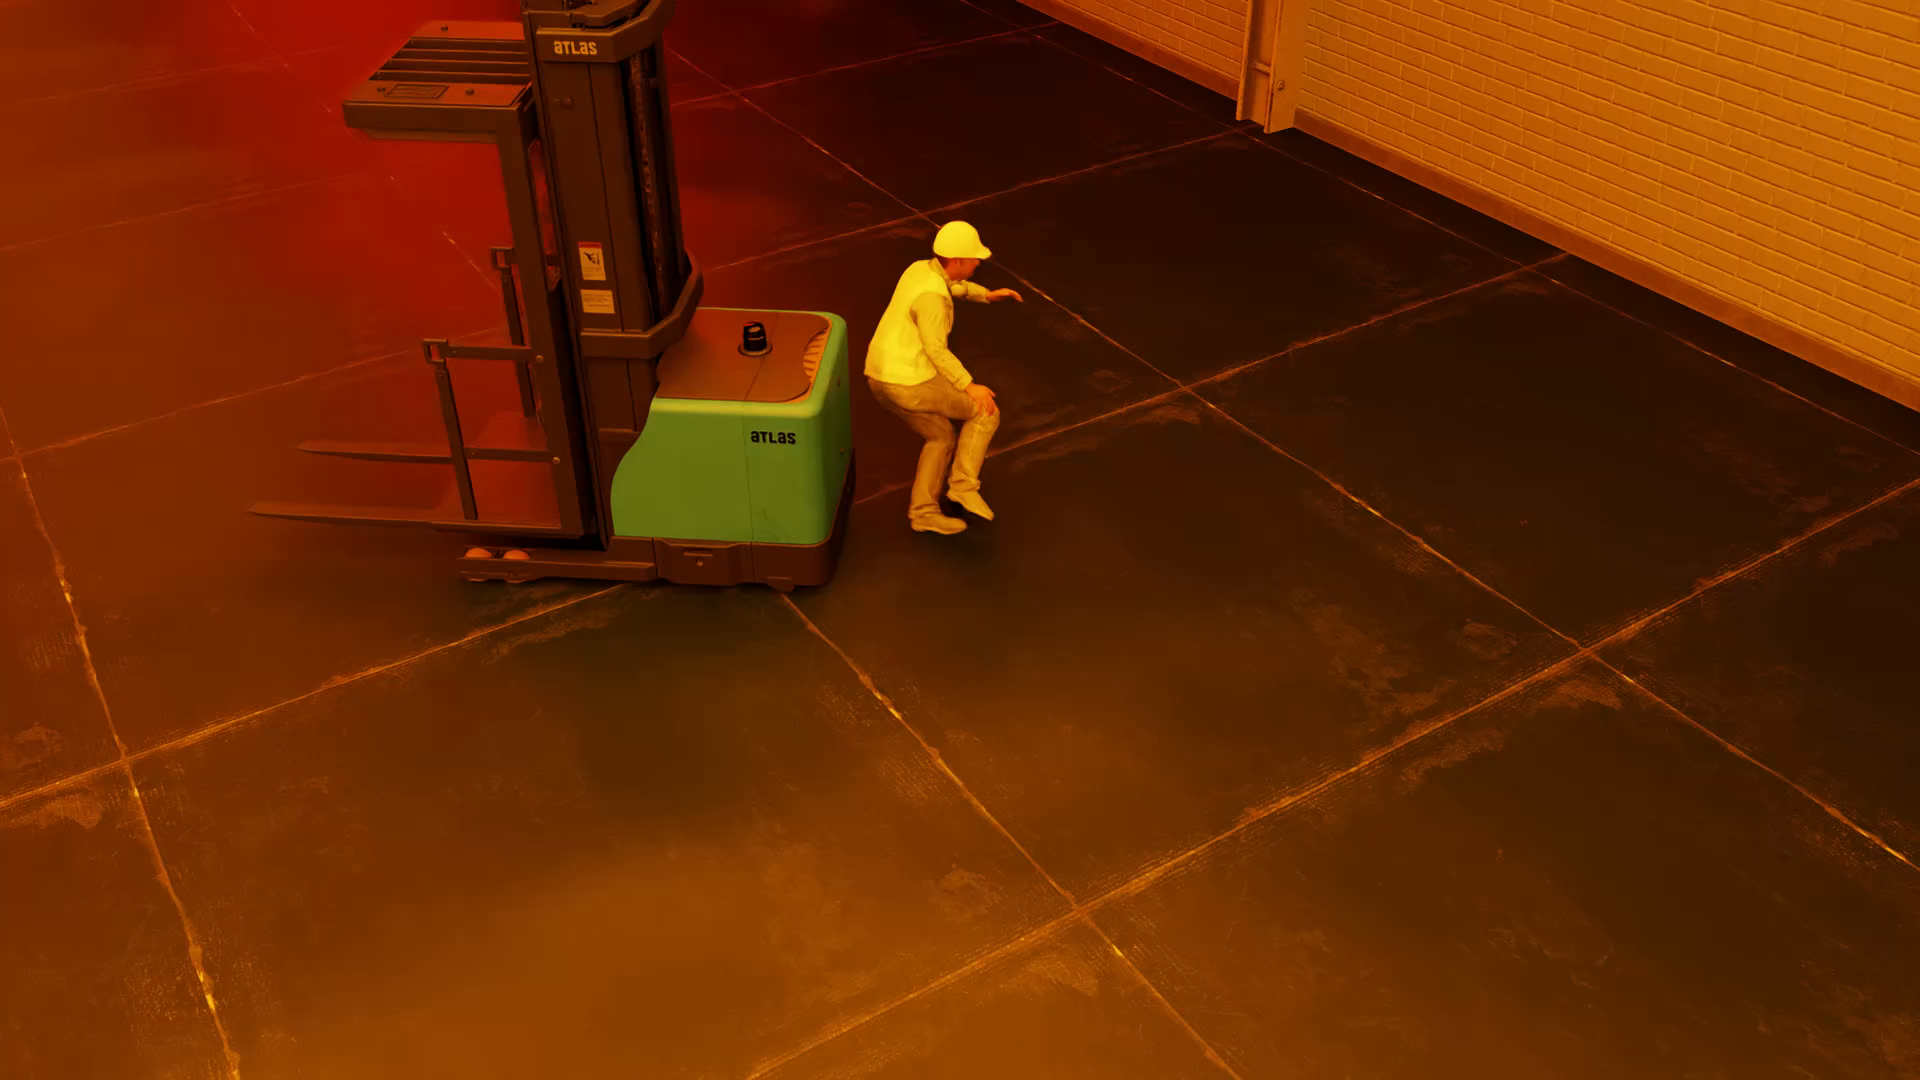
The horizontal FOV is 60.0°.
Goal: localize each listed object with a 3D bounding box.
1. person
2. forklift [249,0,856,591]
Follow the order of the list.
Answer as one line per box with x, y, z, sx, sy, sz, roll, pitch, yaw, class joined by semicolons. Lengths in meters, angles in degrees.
-0.028;-0.872;8.623;0.883;1.545;0.948;-13;37;-18;person
-2.109;-1.281;7.971;3.031;2.935;1.130;3;35;4;forklift
